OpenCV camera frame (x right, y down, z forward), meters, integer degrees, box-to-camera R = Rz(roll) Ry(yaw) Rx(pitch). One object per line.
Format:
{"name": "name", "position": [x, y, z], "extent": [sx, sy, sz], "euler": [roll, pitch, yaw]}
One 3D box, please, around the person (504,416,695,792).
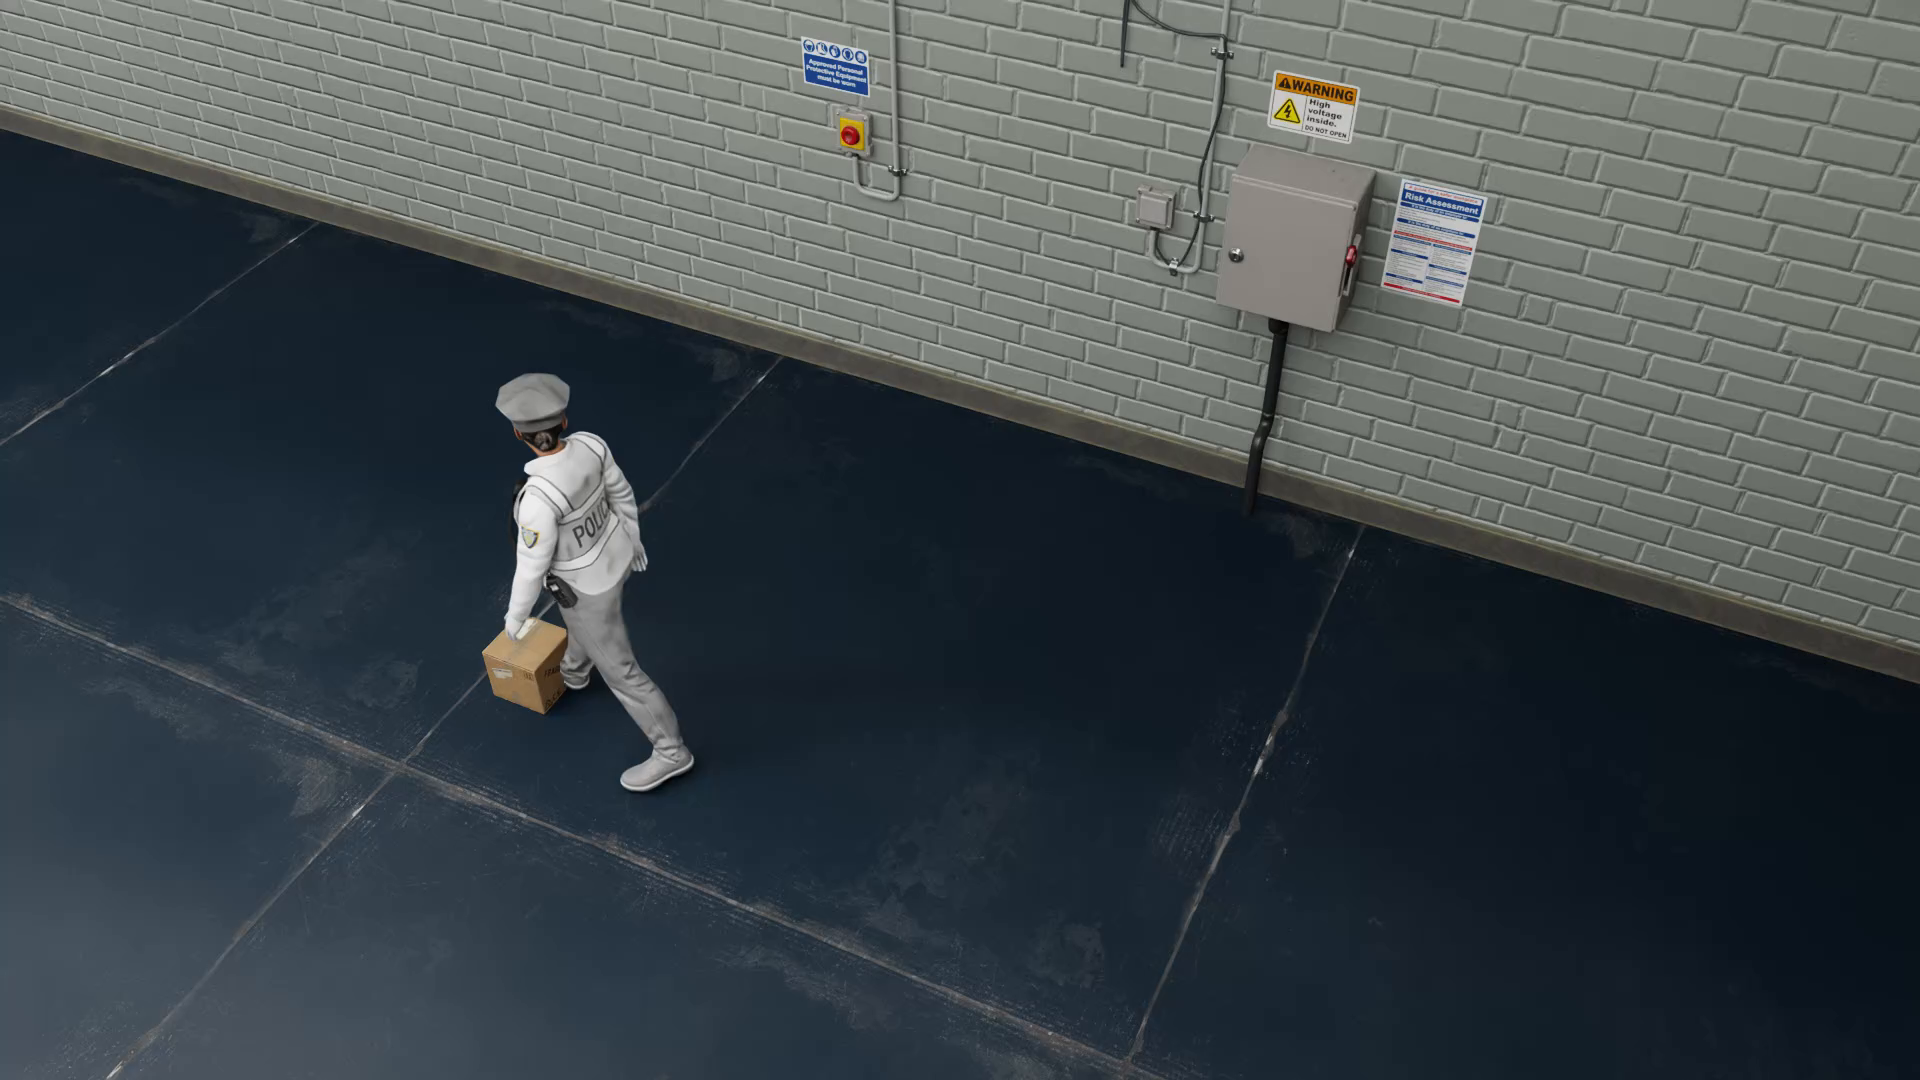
{"name": "person", "position": [-1.396, 0.135, 6.008], "extent": [0.837, 1.612, 0.604], "euler": [8, 43, 9]}
